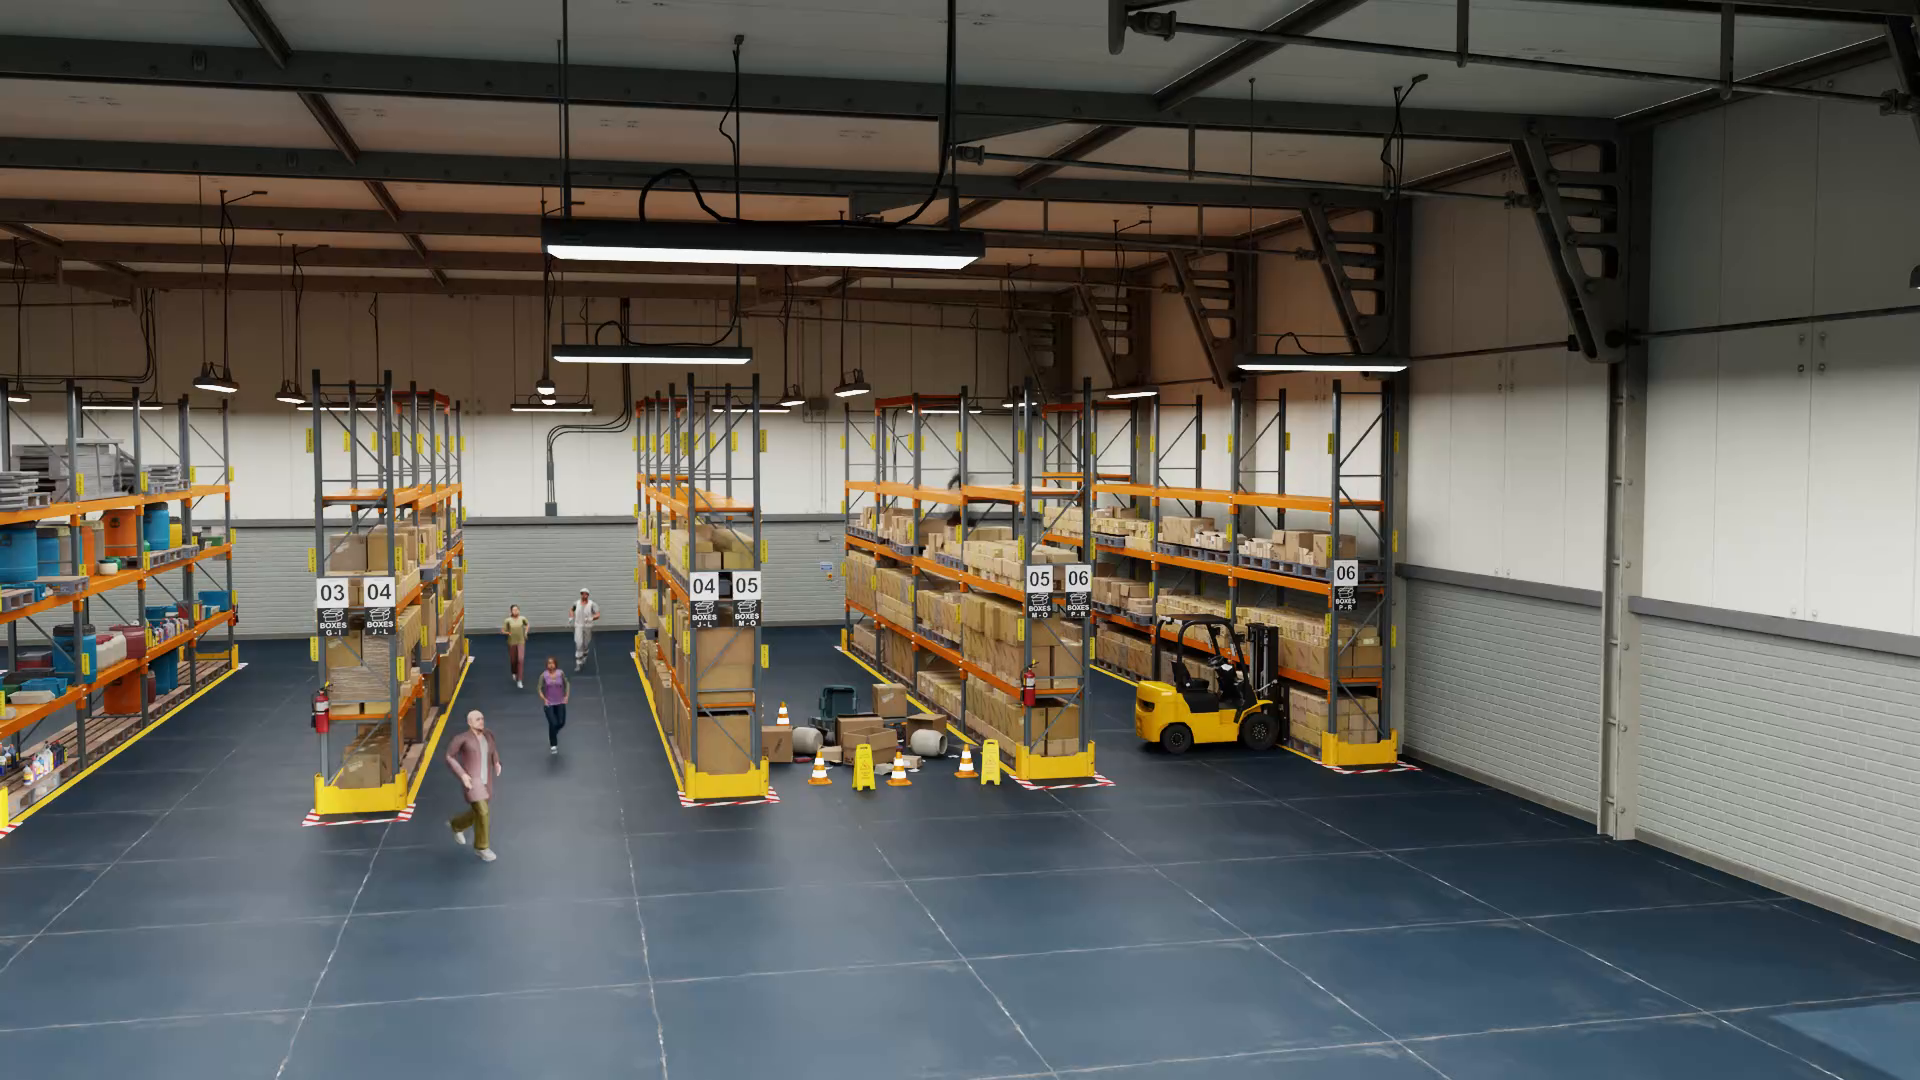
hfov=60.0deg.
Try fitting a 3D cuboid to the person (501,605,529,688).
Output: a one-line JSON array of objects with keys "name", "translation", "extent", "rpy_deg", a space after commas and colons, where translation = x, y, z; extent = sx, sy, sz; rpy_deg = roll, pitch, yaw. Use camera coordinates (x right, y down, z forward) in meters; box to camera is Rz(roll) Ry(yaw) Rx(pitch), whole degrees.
[{"name": "person", "translation": [-9.191, 2.170, 34.401], "extent": [0.576, 1.684, 0.956], "rpy_deg": [-1, 3, -17]}]

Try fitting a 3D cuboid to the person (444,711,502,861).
[{"name": "person", "translation": [-5.937, 2.958, 20.221], "extent": [0.894, 1.777, 0.709], "rpy_deg": [2, 4, 30]}]

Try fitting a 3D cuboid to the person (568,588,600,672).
[{"name": "person", "translation": [-8.342, 1.967, 36.902], "extent": [0.703, 1.807, 0.950], "rpy_deg": [-1, 3, -11]}]

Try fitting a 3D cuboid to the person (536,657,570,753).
[{"name": "person", "translation": [-6.594, 2.672, 26.998], "extent": [0.545, 1.564, 0.490], "rpy_deg": [-1, 4, -21]}]
